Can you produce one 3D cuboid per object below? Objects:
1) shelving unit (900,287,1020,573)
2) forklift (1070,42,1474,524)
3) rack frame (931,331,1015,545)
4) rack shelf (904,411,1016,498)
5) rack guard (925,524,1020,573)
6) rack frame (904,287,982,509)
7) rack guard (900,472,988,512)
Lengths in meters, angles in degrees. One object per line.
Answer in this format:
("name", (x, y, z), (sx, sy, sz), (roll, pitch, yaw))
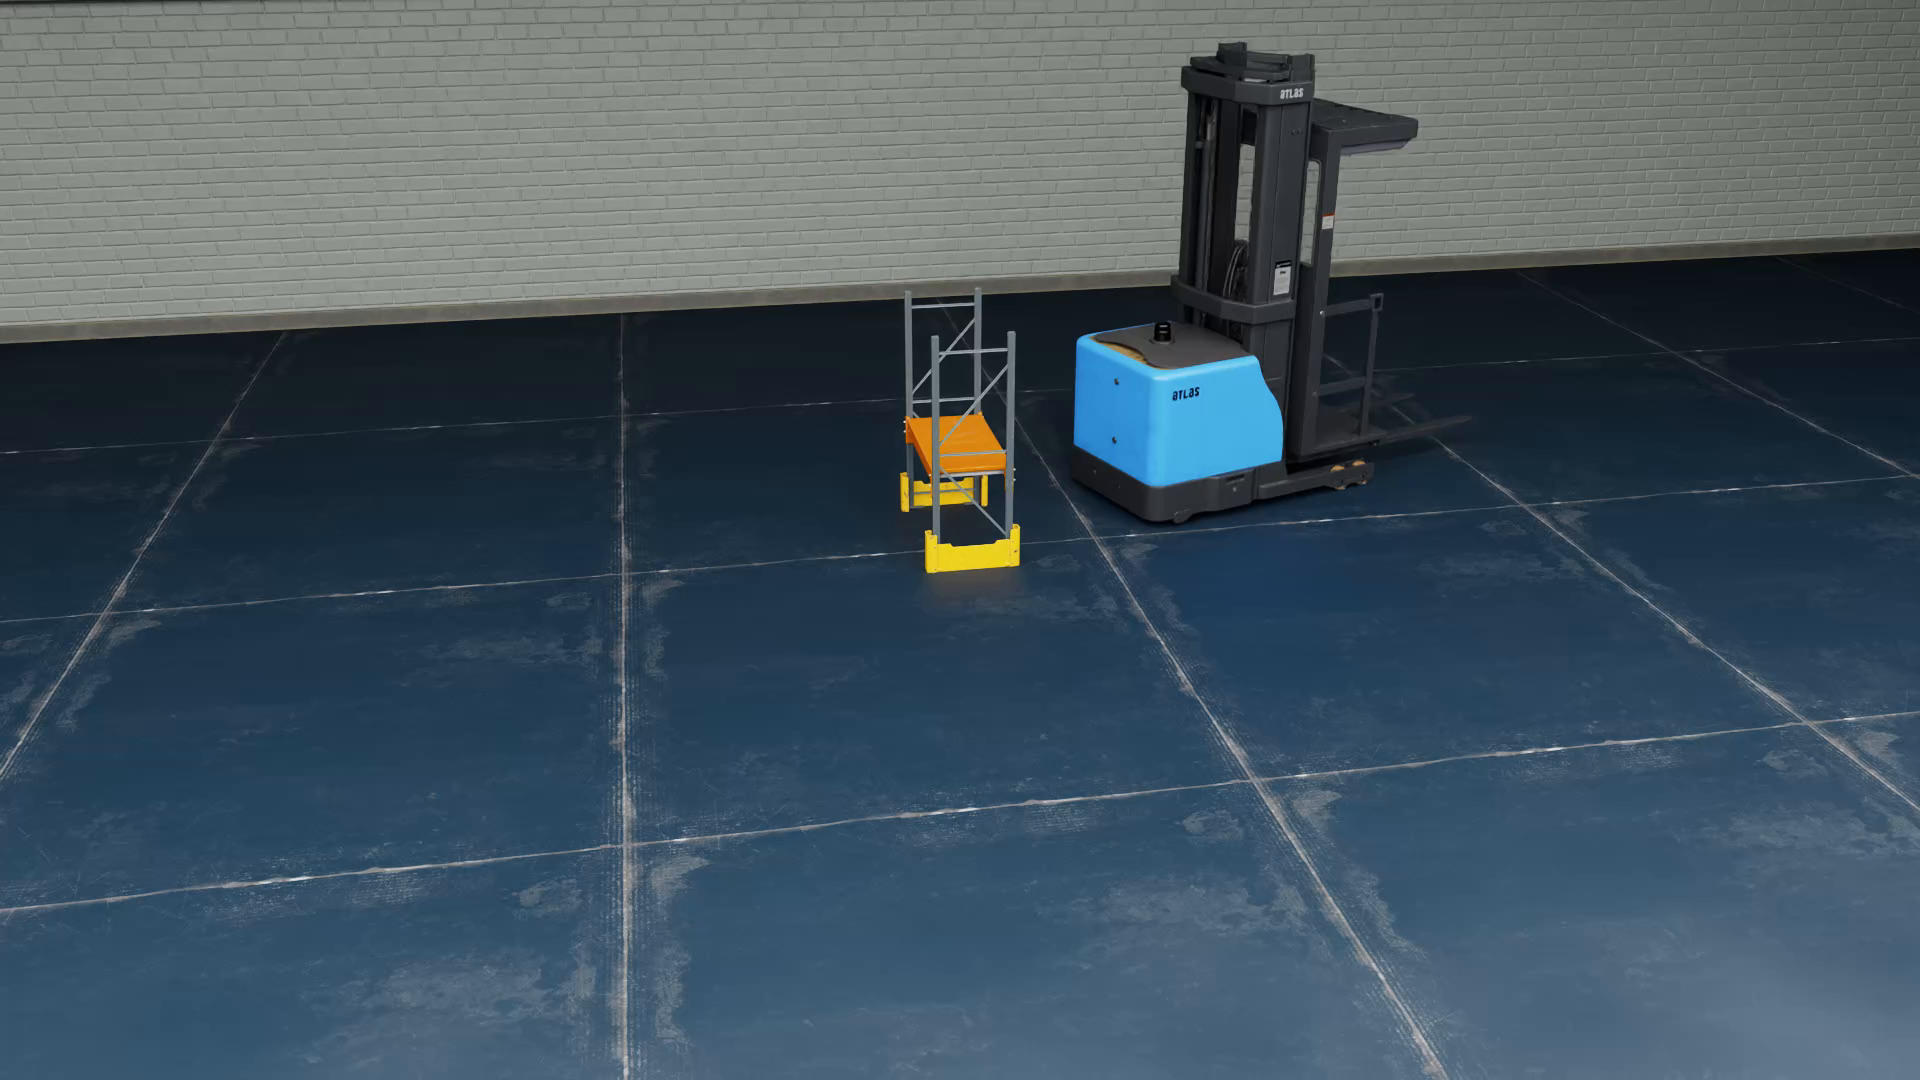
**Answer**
("shelving unit", (-0.014, -0.717, 10.518), (0.587, 1.500, 1.083), (-4, 24, -10))
("forklift", (2.310, -1.861, 11.349), (3.031, 2.935, 1.130), (-13, 27, -27))
("rack frame", (0.078, -0.521, 10.069), (0.500, 1.500, 0.032), (-4, 24, -10))
("rack shelf", (-0.016, -0.556, 10.599), (0.538, 0.185, 1.000), (-4, 24, -10))
("rack guard", (0.078, 0.051, 10.320), (0.587, 0.250, 0.087), (-4, 24, -10))
("rack frame", (-0.110, -0.921, 10.984), (0.500, 1.500, 0.032), (-4, 24, -10))
("rack guard", (-0.106, -0.340, 11.217), (0.587, 0.250, 0.087), (-4, 24, -10))
